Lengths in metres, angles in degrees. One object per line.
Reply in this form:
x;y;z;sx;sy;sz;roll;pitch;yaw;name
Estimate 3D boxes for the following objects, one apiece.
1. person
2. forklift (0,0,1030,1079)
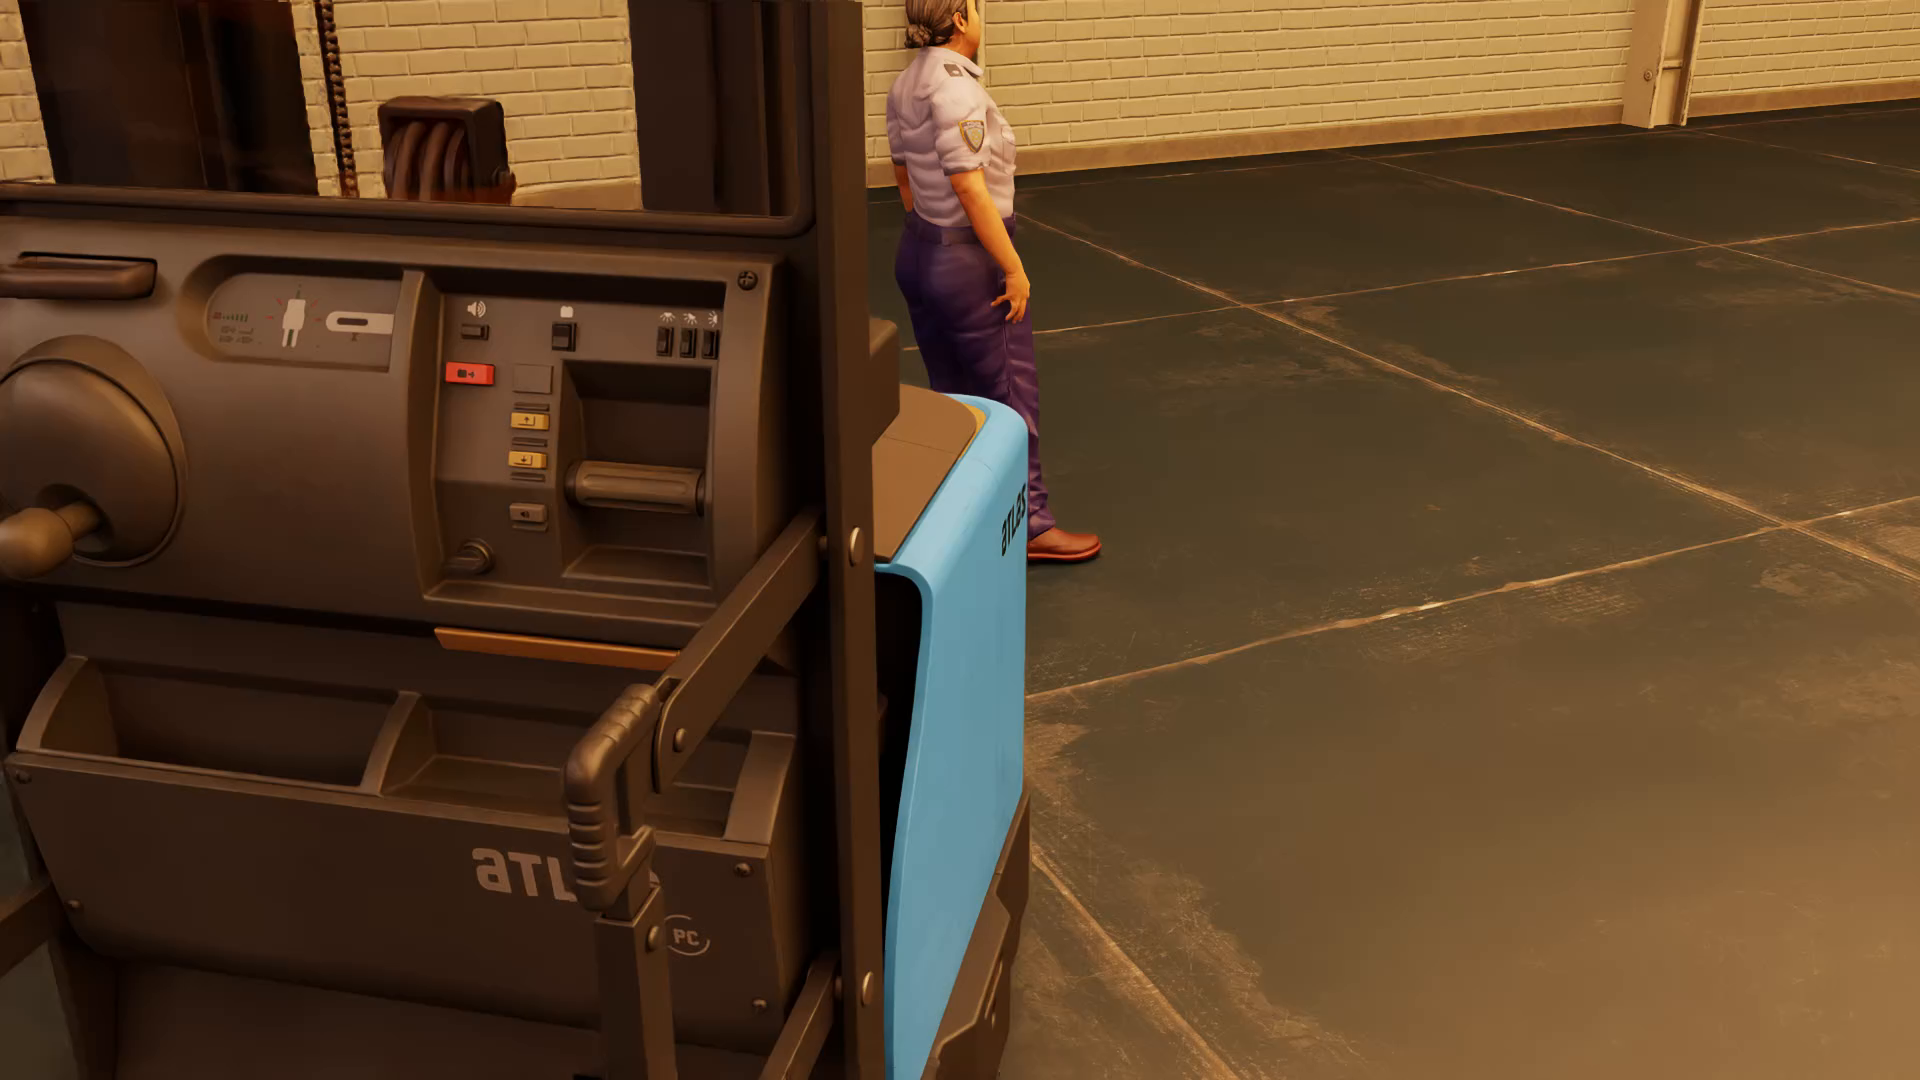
0.090;-0.774;4.804;0.503;1.650;0.599;-10;25;-23;person
-0.686;-0.102;1.532;1.130;2.935;3.031;5;23;11;forklift
